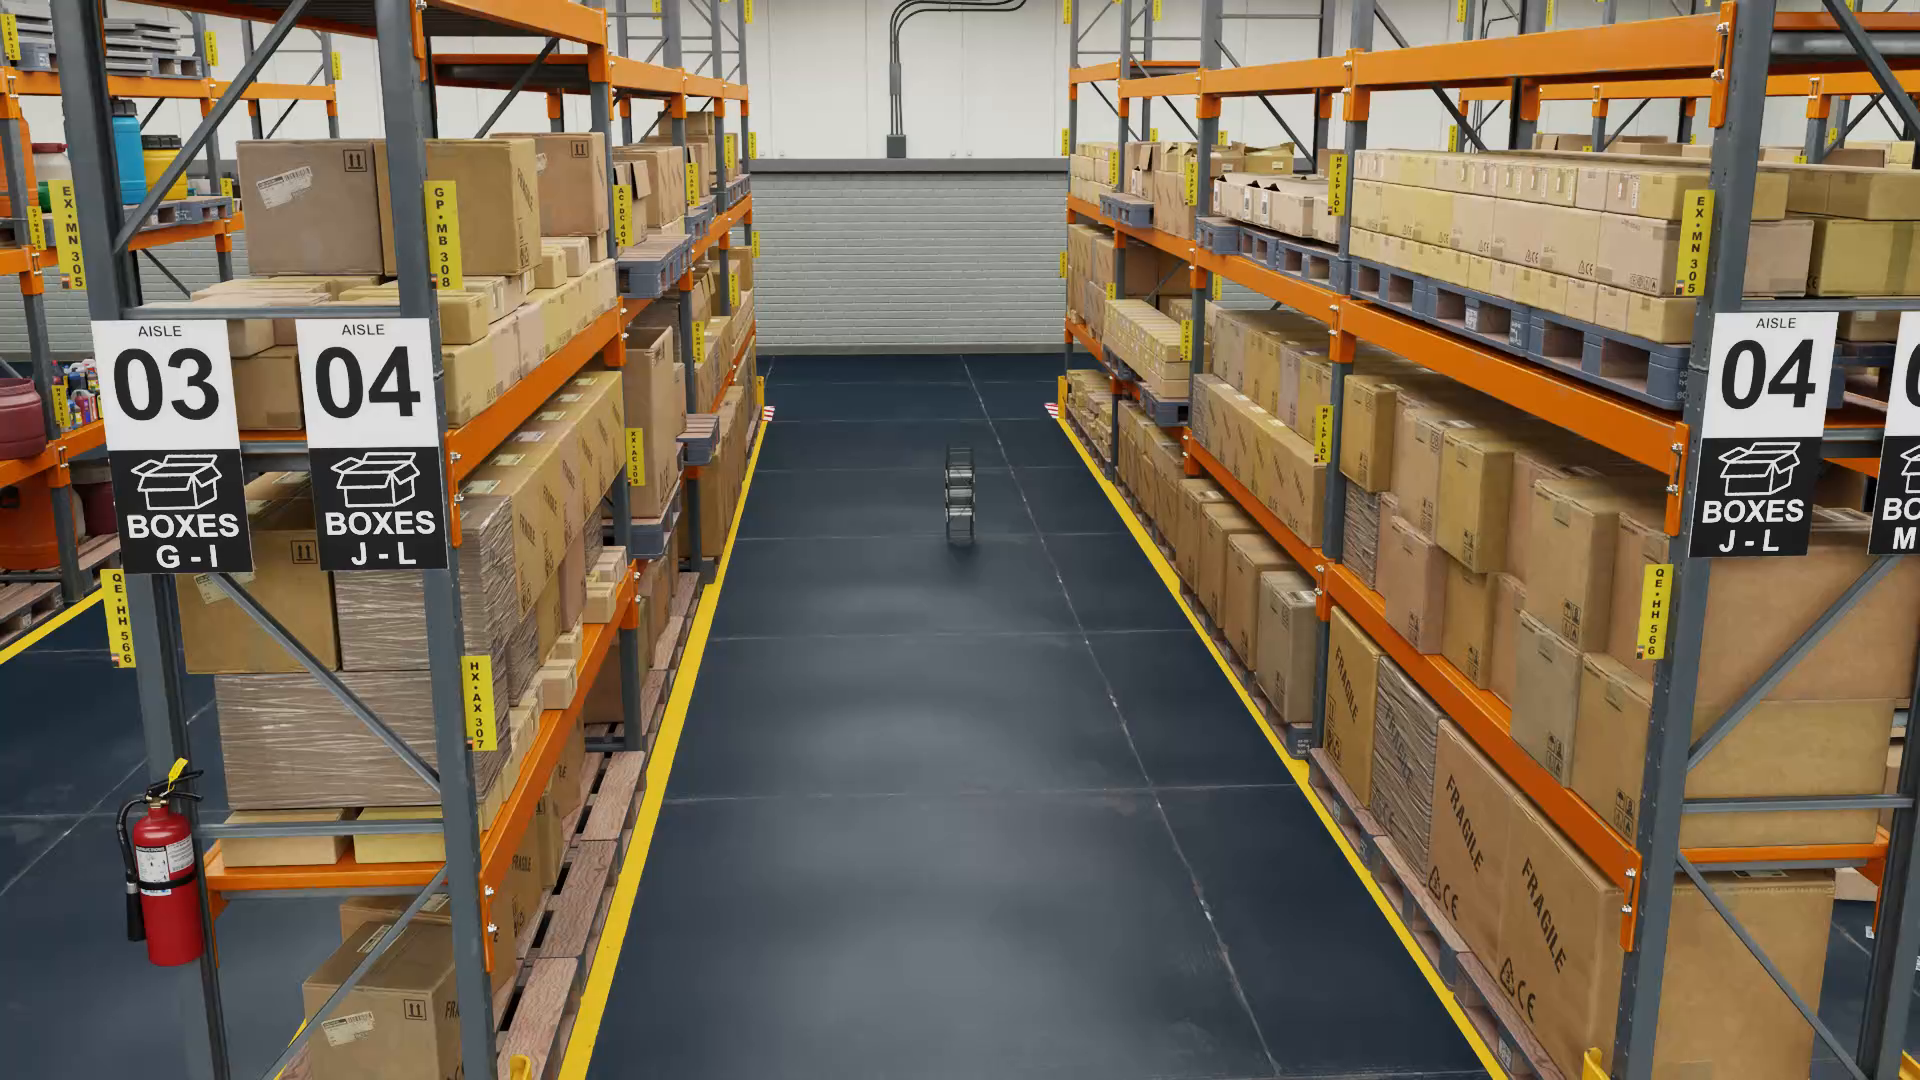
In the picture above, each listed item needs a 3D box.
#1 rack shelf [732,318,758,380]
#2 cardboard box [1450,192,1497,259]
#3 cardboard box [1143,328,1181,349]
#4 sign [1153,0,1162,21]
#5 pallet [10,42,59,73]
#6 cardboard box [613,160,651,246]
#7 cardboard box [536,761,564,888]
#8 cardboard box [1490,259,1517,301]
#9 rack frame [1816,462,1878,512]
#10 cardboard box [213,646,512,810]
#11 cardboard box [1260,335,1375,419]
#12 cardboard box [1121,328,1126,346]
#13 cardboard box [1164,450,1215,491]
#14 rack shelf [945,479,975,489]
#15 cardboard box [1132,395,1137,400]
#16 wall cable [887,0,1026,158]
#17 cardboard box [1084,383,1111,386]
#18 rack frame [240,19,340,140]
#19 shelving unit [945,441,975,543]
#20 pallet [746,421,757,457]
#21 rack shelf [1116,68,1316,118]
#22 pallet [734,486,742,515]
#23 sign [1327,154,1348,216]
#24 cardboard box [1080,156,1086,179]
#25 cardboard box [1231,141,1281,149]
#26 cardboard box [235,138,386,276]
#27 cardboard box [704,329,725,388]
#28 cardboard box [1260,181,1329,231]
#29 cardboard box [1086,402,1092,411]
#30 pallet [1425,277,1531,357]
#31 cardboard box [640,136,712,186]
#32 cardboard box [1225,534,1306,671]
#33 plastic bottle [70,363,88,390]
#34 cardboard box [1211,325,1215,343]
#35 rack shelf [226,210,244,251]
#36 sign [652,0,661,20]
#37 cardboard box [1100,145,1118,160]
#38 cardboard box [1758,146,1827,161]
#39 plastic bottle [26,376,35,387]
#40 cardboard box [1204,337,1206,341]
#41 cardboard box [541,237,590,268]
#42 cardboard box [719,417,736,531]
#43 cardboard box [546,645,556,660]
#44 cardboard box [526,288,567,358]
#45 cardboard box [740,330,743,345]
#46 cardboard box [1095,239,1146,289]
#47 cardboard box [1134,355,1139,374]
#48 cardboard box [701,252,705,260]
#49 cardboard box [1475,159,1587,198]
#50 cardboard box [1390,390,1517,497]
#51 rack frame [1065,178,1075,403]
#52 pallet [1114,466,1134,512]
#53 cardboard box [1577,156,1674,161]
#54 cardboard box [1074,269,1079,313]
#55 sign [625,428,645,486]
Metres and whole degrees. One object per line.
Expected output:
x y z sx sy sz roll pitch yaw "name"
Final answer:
-2.980 -2.173 19.118 1.077 0.370 4.000 -1 14 -3 "rack shelf"
2.444 -1.359 7.152 0.500 0.250 0.500 -1 14 -3 "cardboard box"
1.811 -1.759 14.534 0.380 0.149 0.250 0 14 -2 "cardboard box"
2.408 -6.508 20.292 0.100 0.325 0.005 -1 14 -3 "sign"
-7.565 -3.752 12.957 1.213 0.211 1.003 -1 14 -3 "pallet"
-2.350 -2.093 10.294 0.797 0.503 0.637 0 14 -1 "cardboard box"
-2.215 1.369 8.084 0.500 0.500 0.500 -2 15 -8 "cardboard box"
2.407 -1.067 6.818 0.380 0.149 0.250 -1 14 -3 "cardboard box"
7.283 -1.182 13.824 1.000 3.000 0.127 -1 14 -3 "rack frame"
-2.119 0.631 5.980 0.875 0.500 0.500 -1 14 -3 "cardboard box"
2.465 -1.121 11.379 0.700 0.500 0.500 -1 14 -4 "cardboard box"
1.736 -1.935 15.817 0.380 0.149 0.250 0 14 -1 "cardboard box"
2.045 -0.602 14.240 0.500 0.250 0.500 -1 14 -5 "cardboard box"
0.000 -0.493 15.132 0.258 0.077 0.200 -1 14 -3 "rack shelf"
2.191 -1.602 19.141 0.380 0.149 0.250 -1 15 -6 "cardboard box"
-0.014 -8.941 25.486 2.277 5.999 0.120 -1 14 -3 "wall cable"
1.677 -1.784 19.850 0.380 0.149 0.250 0 14 -1 "cardboard box"
-8.047 -5.847 19.917 1.000 3.000 0.127 -1 14 -3 "rack frame"
0.000 -0.438 15.146 0.258 0.900 0.210 -1 14 -3 "shelving unit"
-2.904 -1.168 19.365 1.003 0.211 1.213 -1 14 -3 "pallet"
2.225 -3.941 14.754 1.077 0.370 4.000 -1 14 -3 "rack shelf"
-2.733 -0.482 16.701 1.003 0.211 1.213 -1 14 -3 "pallet"
2.056 -1.930 9.043 0.100 0.325 0.005 -1 14 -3 "sign"
1.674 -4.323 19.311 0.500 0.250 0.500 -1 14 -3 "cardboard box"
2.512 -3.248 14.097 0.396 0.266 0.258 -1 14 -3 "cardboard box"
-2.461 -1.308 6.494 0.500 0.500 0.500 -1 14 -3 "cardboard box"
-2.491 -1.707 15.664 0.500 0.500 0.500 -1 14 -4 "cardboard box"
2.268 -2.179 10.816 0.500 0.311 0.500 -1 14 -5 "cardboard box"
1.712 -1.644 19.901 0.380 0.149 0.250 -2 15 -6 "cardboard box"
2.709 -0.989 7.232 1.003 0.211 1.213 -1 14 -3 "pallet"
-2.964 -3.970 17.397 0.700 0.500 0.500 -2 15 -7 "cardboard box"
2.412 0.408 11.318 1.050 0.750 0.750 -1 14 -3 "cardboard box"
-8.079 -1.478 15.224 0.152 0.276 0.135 -1 14 -3 "plastic bottle"
2.449 -1.829 14.806 0.380 0.149 0.250 0 14 -1 "cardboard box"
-7.923 -3.549 18.447 1.077 0.370 4.000 -1 14 -3 "rack shelf"
-3.658 -6.446 20.051 0.100 0.325 0.005 -1 14 -3 "sign"
1.736 -4.223 18.121 0.380 0.149 0.250 -1 15 -6 "cardboard box"
7.032 -3.130 14.330 0.700 0.500 0.500 -2 15 -6 "cardboard box"
-8.073 -1.274 14.416 0.061 0.283 0.133 -1 14 -3 "plastic bottle"
2.417 -1.817 15.355 0.380 0.149 0.250 0 14 -1 "cardboard box"
-2.024 -1.402 8.160 0.380 0.149 0.250 -2 15 -6 "cardboard box"
-2.678 -0.597 14.972 1.225 0.875 0.875 -1 14 -3 "cardboard box"
-2.036 0.573 7.507 0.380 0.149 0.250 -1 14 -3 "cardboard box"
-1.986 -0.924 7.102 0.500 0.250 0.500 0 14 -2 "cardboard box"
-2.610 -2.240 18.442 0.380 0.149 0.250 -1 14 -4 "cardboard box"
1.764 -2.993 18.059 0.500 0.500 0.500 -1 14 -5 "cardboard box"
1.785 -1.597 15.097 0.380 0.149 0.250 0 14 -2 "cardboard box"
-3.312 -3.205 19.886 0.500 0.500 0.500 -1 14 -5 "cardboard box"
2.390 -1.518 6.969 0.380 0.149 0.250 -1 14 -3 "cardboard box"
2.735 -0.454 8.526 0.875 0.550 0.550 -1 14 -3 "cardboard box"
1.853 -3.070 21.162 1.000 3.000 0.127 -1 14 -3 "rack frame"
2.151 -0.531 16.890 1.003 0.211 1.213 -1 14 -3 "pallet"
3.015 -1.655 7.501 0.380 0.149 0.250 -1 14 -4 "cardboard box"
1.664 -3.014 20.146 0.500 0.500 0.500 -1 14 -3 "cardboard box"
-1.819 -0.464 9.295 0.100 0.325 0.005 -1 14 -3 "sign"
